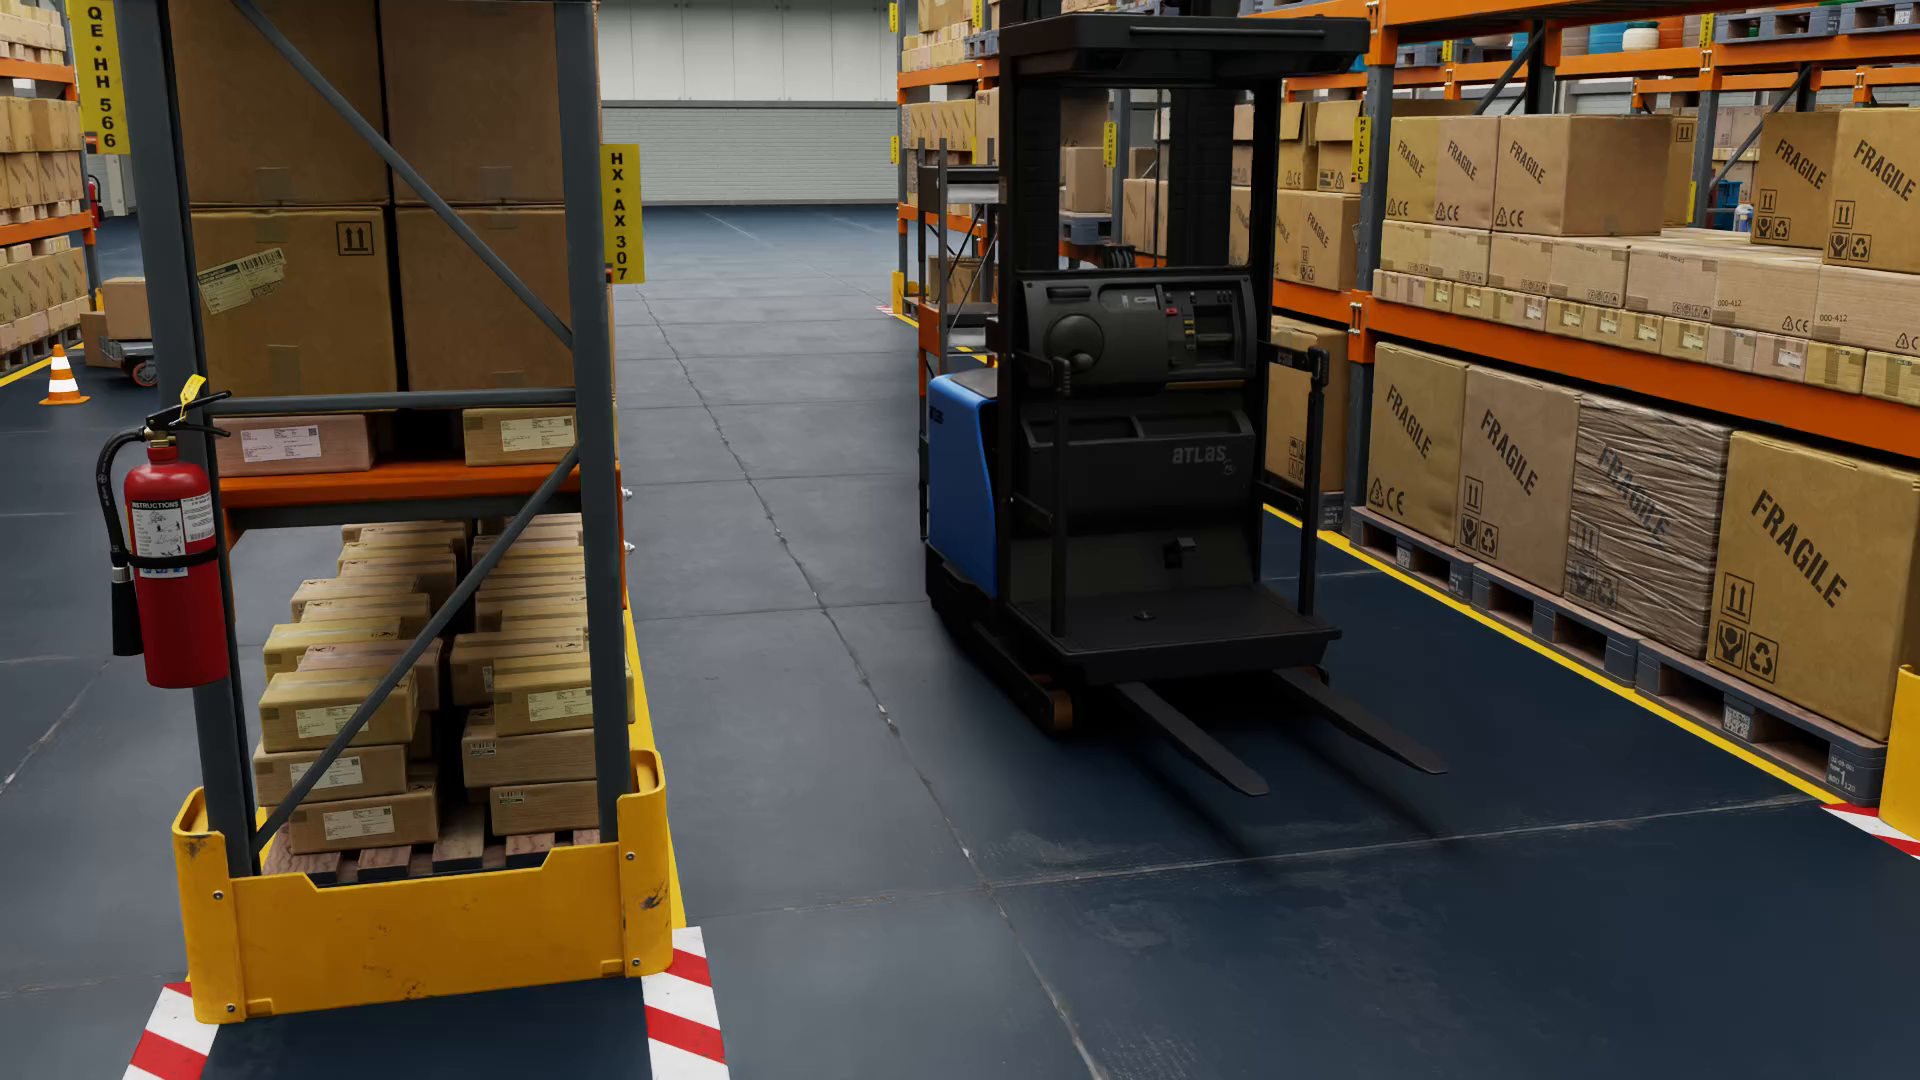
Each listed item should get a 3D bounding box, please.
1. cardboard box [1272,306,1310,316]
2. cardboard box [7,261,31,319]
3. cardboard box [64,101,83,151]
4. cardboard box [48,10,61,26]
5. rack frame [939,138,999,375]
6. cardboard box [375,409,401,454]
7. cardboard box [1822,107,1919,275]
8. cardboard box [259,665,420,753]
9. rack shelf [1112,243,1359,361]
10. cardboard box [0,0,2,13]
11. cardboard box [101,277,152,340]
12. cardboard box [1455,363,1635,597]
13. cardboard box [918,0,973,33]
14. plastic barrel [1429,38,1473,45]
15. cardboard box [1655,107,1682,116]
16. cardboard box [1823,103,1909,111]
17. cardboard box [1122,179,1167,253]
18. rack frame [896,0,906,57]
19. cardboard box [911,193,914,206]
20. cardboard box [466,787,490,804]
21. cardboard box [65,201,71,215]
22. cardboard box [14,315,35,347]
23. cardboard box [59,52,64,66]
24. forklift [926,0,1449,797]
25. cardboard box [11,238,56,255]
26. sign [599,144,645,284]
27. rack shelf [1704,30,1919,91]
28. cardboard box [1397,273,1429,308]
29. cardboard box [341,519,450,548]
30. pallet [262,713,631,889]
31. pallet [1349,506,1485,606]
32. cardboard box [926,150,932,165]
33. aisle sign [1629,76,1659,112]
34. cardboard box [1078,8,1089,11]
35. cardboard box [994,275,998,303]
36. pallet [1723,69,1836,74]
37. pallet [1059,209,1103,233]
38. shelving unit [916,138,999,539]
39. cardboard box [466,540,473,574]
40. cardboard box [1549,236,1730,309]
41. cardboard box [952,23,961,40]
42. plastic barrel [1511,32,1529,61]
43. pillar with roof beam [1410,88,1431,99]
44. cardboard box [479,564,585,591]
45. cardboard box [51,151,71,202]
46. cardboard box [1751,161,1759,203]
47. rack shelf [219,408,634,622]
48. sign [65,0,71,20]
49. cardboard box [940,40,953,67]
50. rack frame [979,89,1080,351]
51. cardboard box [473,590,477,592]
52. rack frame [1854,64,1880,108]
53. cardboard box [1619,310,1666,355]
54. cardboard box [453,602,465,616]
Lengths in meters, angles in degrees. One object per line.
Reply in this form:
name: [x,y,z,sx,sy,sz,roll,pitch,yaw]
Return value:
cardboard box: [2.192,-1.022,10.384,1.225,0.875,0.875,-4,14,-15]
cardboard box: [-8.953,-2.298,15.340,0.500,0.500,0.500,-3,14,-11]
cardboard box: [-9.547,-4.287,17.210,0.700,0.500,0.500,-4,14,-15]
cardboard box: [-9.512,-5.375,17.135,0.380,0.149,0.250,-3,14,-13]
rack frame: [0.096,-0.926,8.291,0.400,2.100,0.015,-3,14,-13]
cardboard box: [-1.706,-0.319,4.441,0.380,0.149,0.250,-3,14,-13]
cardboard box: [3.142,-1.109,5.255,0.500,0.500,0.500,-3,14,-12]
cardboard box: [-1.704,0.462,4.585,0.380,0.149,0.250,-3,14,-13]
rack shelf: [2.103,-1.610,10.712,1.077,0.370,4.000,-3,14,-13]
cardboard box: [-9.141,-4.958,15.431,0.380,0.149,0.250,-3,14,-12]
cardboard box: [-7.216,-2.051,14.672,0.500,0.500,0.500,-3,14,-13]
cardboard box: [2.861,-0.305,7.449,0.875,0.875,0.875,-3,14,-13]
cardboard box: [-0.160,-5.802,18.143,0.500,0.500,0.500,-3,14,-13]
plastic barrel: [5.378,-5.760,17.921,0.600,0.901,0.708,-3,14,-13]
cardboard box: [9.494,-5.376,21.666,0.700,0.500,0.500,-3,14,-13]
cardboard box: [10.213,-4.676,18.800,0.700,0.500,0.500,-3,14,-13]
cardboard box: [1.483,-2.342,11.982,0.500,0.500,0.500,-3,14,-12]
rack frame: [-0.246,-7.181,19.357,1.000,3.000,0.127,-3,14,-13]
cardboard box: [-0.371,-4.006,19.535,0.380,0.149,0.250,-3,14,-13]
cardboard box: [-1.286,0.664,5.010,0.380,0.149,0.250,-3,14,-13]
cardboard box: [-9.376,-3.405,17.073,0.380,0.149,0.250,-4,14,-14]
cardboard box: [-8.952,-1.933,15.428,0.500,0.250,0.500,-2,14,-10]
cardboard box: [-9.523,-4.982,17.209,0.380,0.149,0.250,-3,14,-13]
forklift: [0.751,-0.790,6.121,1.129,2.867,3.031,-4,14,-16]
cardboard box: [-9.169,-2.891,16.403,0.380,0.149,0.250,-3,14,-11]
sign: [-0.806,-0.773,3.946,0.100,0.325,0.005,-3,14,-13]
rack shelf: [6.917,-3.343,11.486,1.077,0.370,4.000,-3,14,-13]
cardboard box: [2.380,-1.229,8.165,0.380,0.149,0.250,-4,14,-15]
cardboard box: [-2.215,-0.017,6.546,0.380,0.149,0.250,-3,14,-12]
pallet: [-1.507,0.826,5.103,1.003,0.211,1.213,-3,14,-13]
pallet: [2.675,0.036,8.333,1.003,0.211,1.213,-3,14,-13]
cardboard box: [0.091,-4.222,19.052,0.875,0.500,0.500,-3,14,-13]
aisle sign: [9.071,-6.078,22.009,0.394,0.787,0.004,-3,14,-13]
cardboard box: [1.153,-4.015,13.035,0.500,0.250,0.500,-3,14,-13]
cardboard box: [0.638,-2.428,16.926,0.500,0.500,0.500,-4,14,-15]
pallet: [9.815,-5.785,20.152,1.003,0.211,1.213,-3,14,-13]
pallet: [1.128,-2.782,14.398,1.003,0.211,1.213,-3,14,-13]
shelving unit: [0.039,-0.982,8.522,0.431,2.100,0.503,-3,14,-13]
cardboard box: [-2.199,0.063,6.844,0.380,0.149,0.250,-4,14,-16]
cardboard box: [2.775,-1.098,6.791,0.500,0.250,0.500,-3,14,-13]
cardboard box: [0.130,-5.162,16.893,0.380,0.149,0.250,-4,14,-15]
plastic barrel: [5.838,-5.215,16.576,0.600,0.901,0.708,-3,14,-13]
pillar with roof beam: [6.792,-11.808,38.298,9.100,9.000,0.400,-3,14,-13]
cardboard box: [-1.437,0.191,5.694,0.380,0.149,0.250,-3,14,-11]
cardboard box: [-9.370,-3.681,16.838,0.500,0.500,0.500,-3,14,-13]
cardboard box: [9.969,-4.283,19.925,0.700,0.500,0.500,-3,14,-12]
rack shelf: [-1.803,-0.434,5.899,1.077,0.370,4.000,-3,14,-13]
sign: [-9.335,-5.627,17.455,0.100,0.325,0.005,-3,14,-13]
cardboard box: [0.095,-5.057,17.300,0.500,0.250,0.500,-3,14,-14]
rack frame: [0.694,-3.343,16.292,1.000,3.000,0.127,-3,14,-13]
cardboard box: [-1.627,0.217,6.214,0.380,0.149,0.250,-3,14,-11]
rack frame: [10.324,-3.895,18.549,1.000,3.000,0.127,-3,14,-13]
cardboard box: [2.805,-0.812,6.461,0.380,0.149,0.250,-3,14,-13]
cardboard box: [-2.123,0.270,6.625,0.380,0.149,0.250,-4,14,-16]
